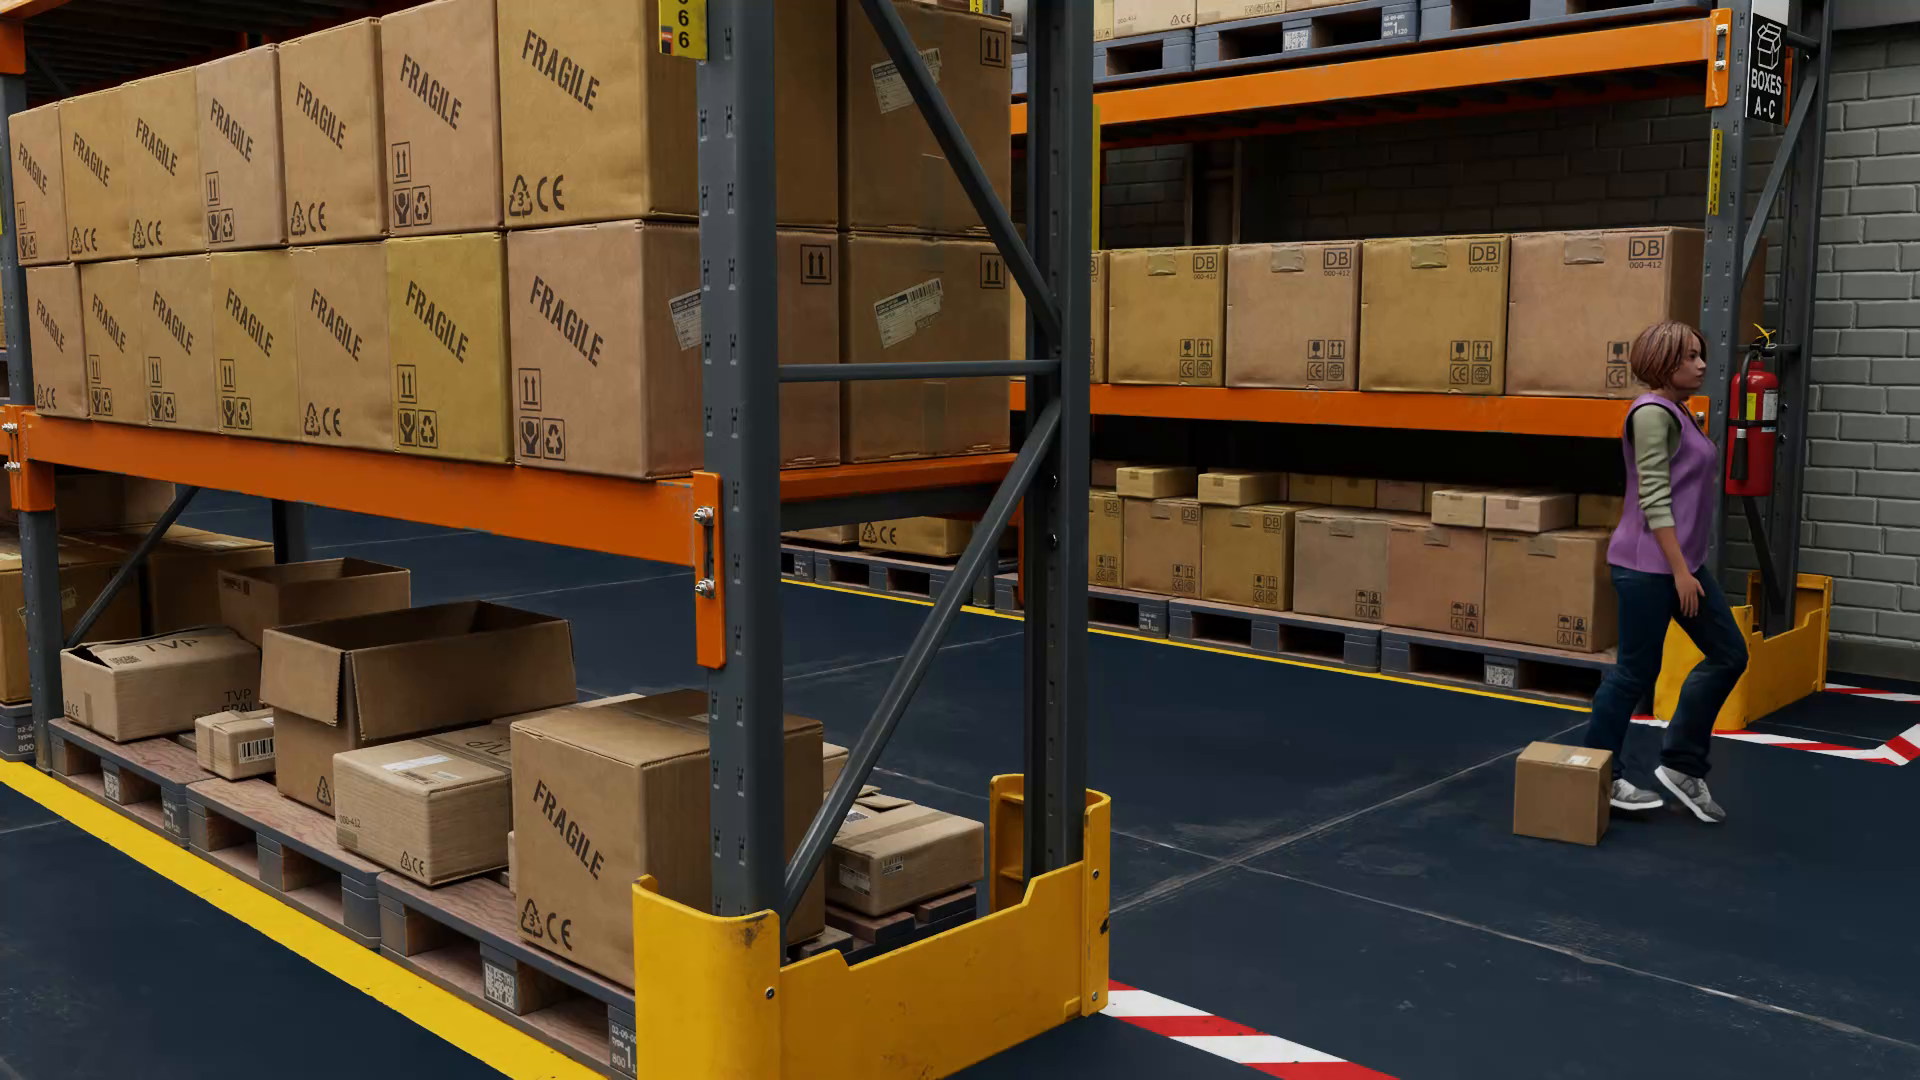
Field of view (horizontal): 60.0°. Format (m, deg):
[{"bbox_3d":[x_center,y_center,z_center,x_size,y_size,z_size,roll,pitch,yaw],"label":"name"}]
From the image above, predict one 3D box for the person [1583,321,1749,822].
[{"bbox_3d":[2.256,0.120,5.347,0.495,1.639,0.456,5,9,36],"label":"person"}]
